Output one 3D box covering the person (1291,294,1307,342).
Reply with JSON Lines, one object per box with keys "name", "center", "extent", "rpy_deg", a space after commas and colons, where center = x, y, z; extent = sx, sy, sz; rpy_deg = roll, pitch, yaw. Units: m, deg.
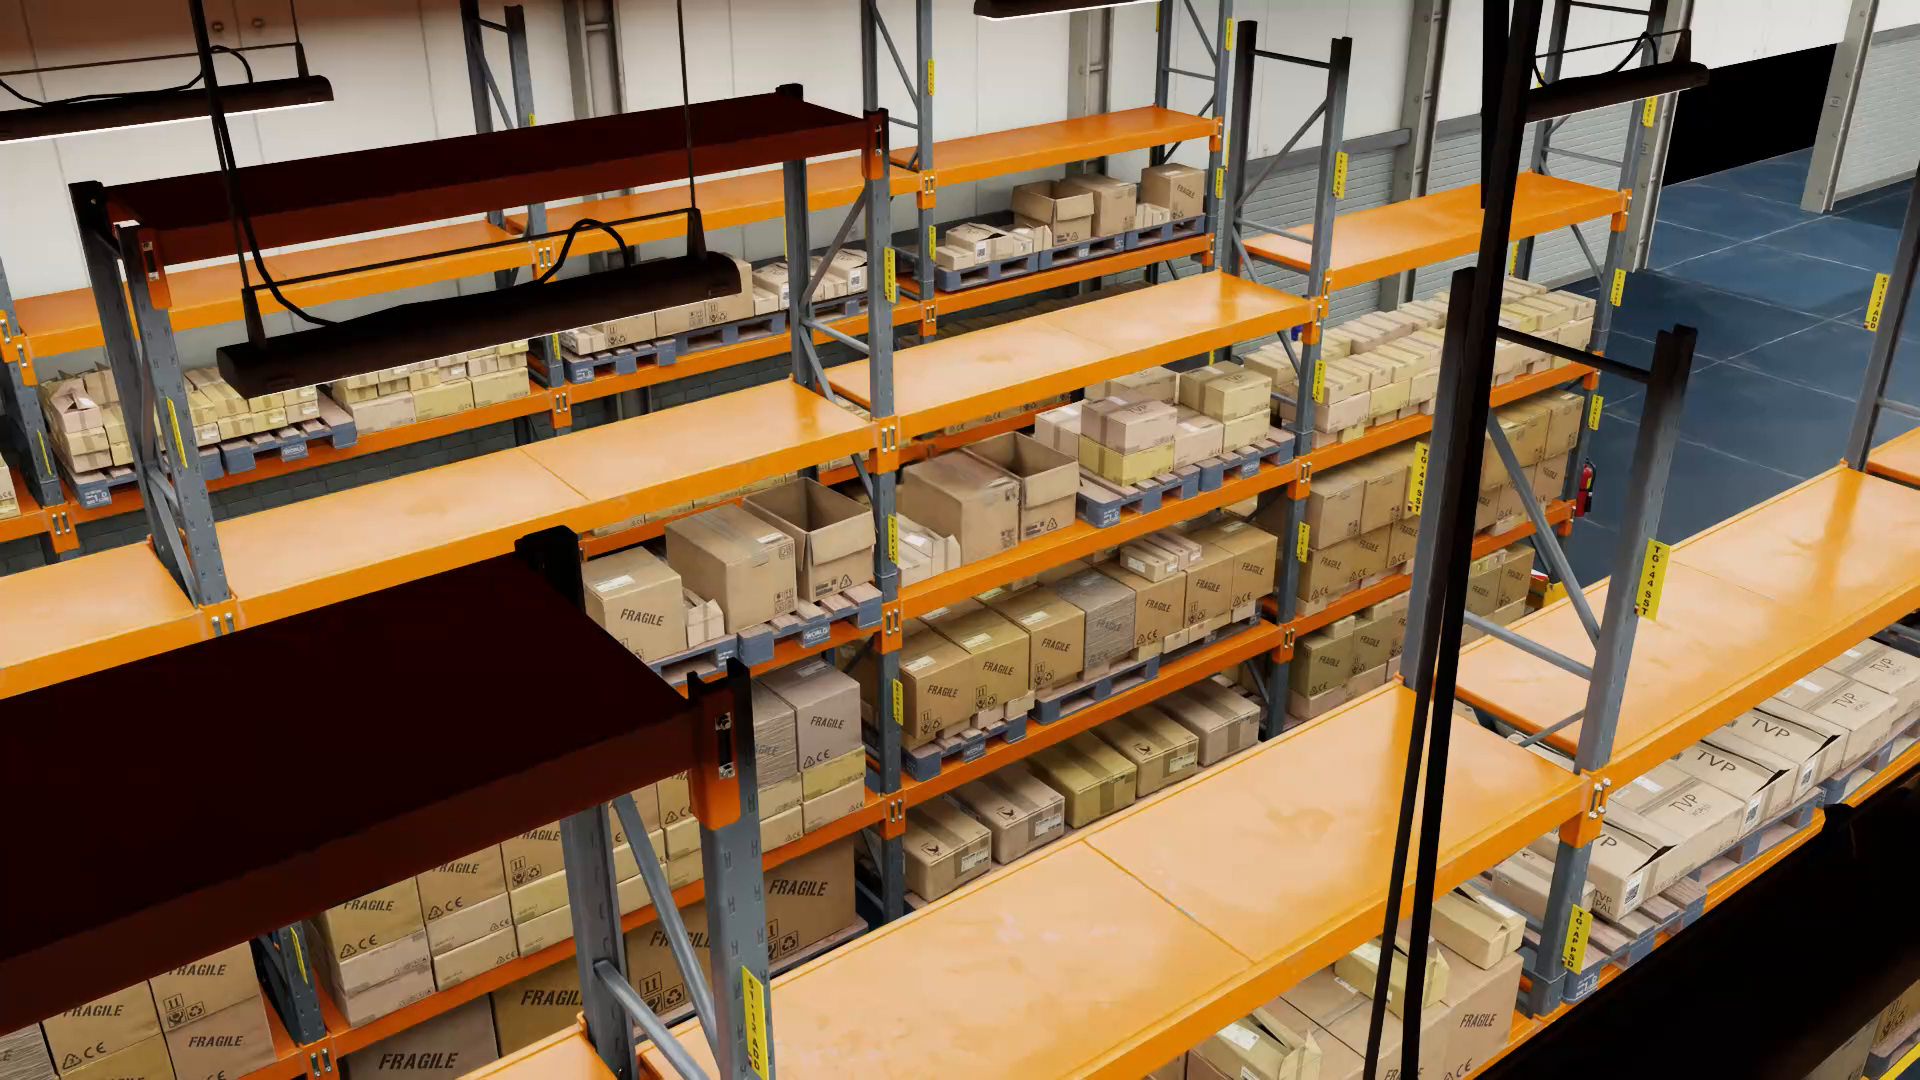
{"name": "person", "center": [4.317, -2.317, 20.995], "extent": [0.856, 1.627, 0.459], "rpy_deg": [18, 32, 33]}
